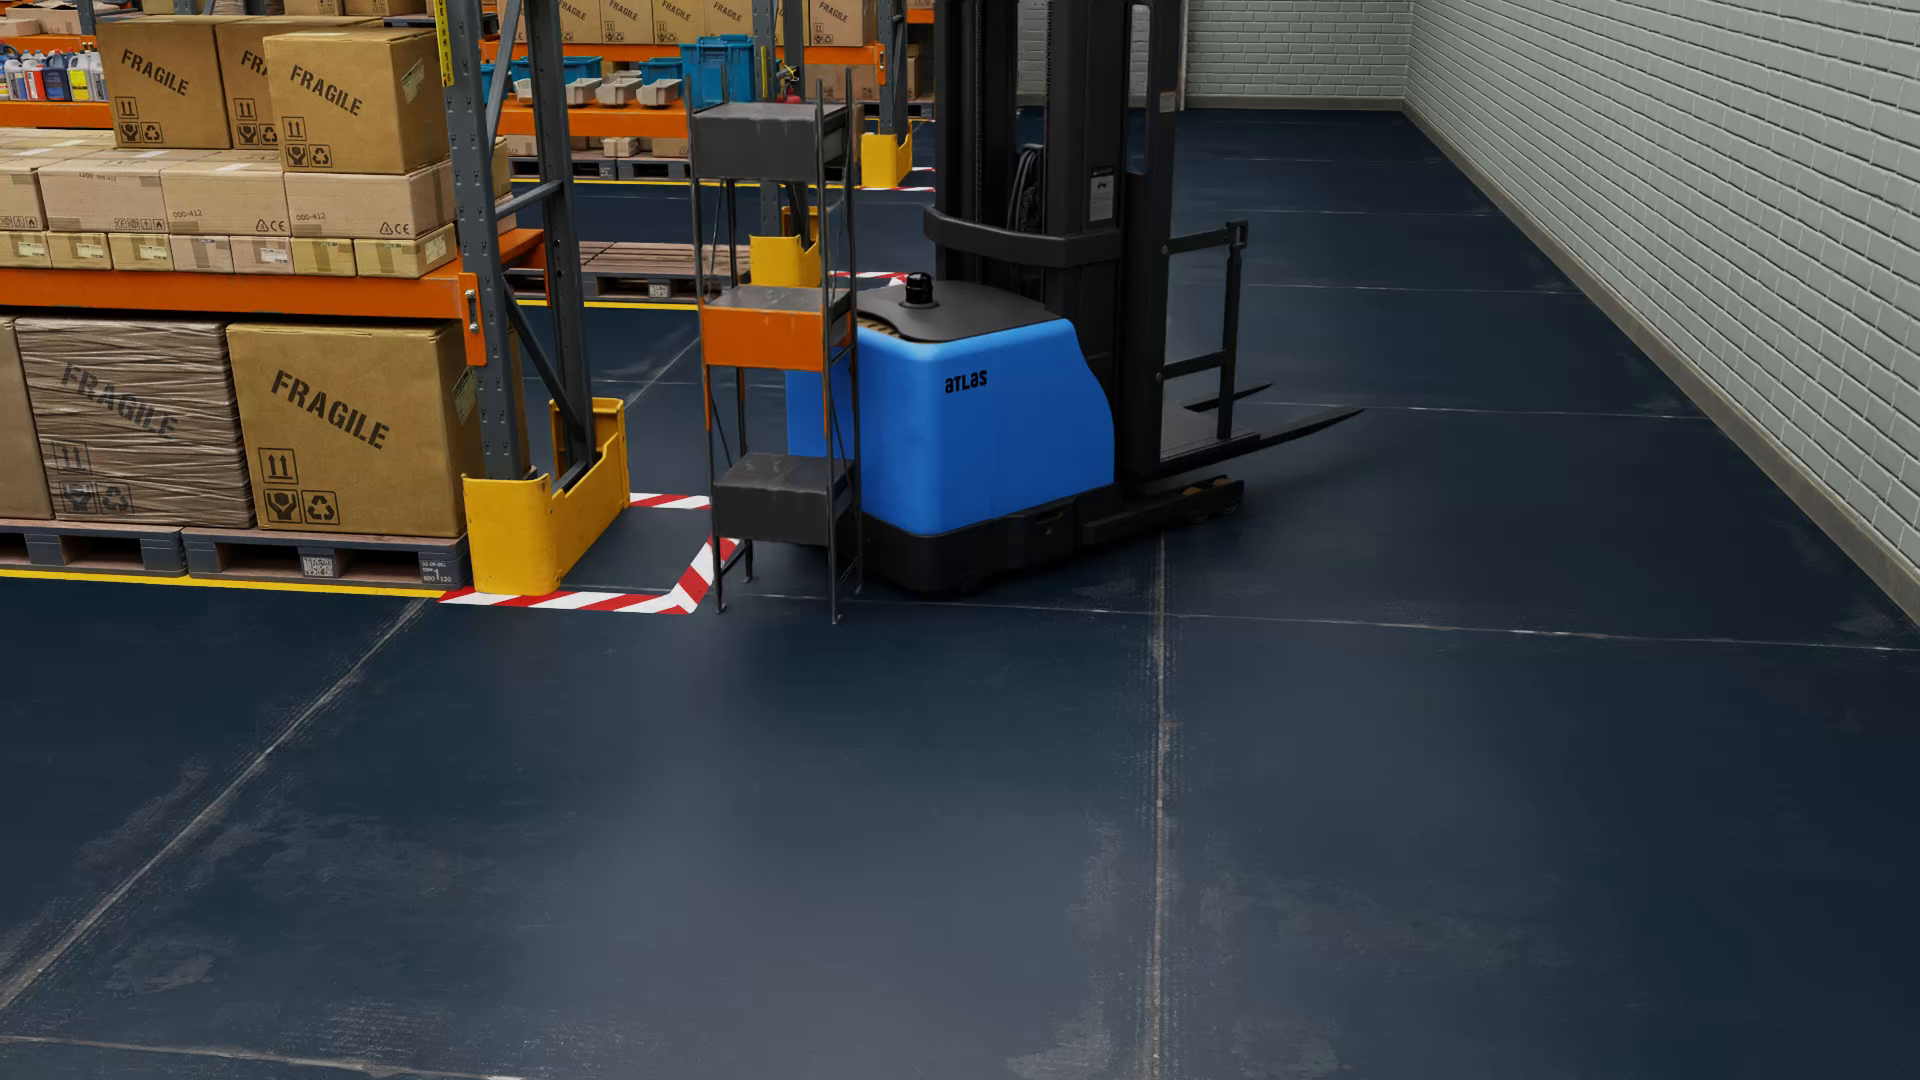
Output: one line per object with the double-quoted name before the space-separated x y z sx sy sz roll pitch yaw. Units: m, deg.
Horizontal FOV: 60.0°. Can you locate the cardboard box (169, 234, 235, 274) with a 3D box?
"cardboard box" -2.963 -1.193 6.720 0.250 0.149 0.380 3 22 7

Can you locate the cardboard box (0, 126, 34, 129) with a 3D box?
"cardboard box" -9.653 -4.216 17.193 0.500 0.250 0.500 2 22 6

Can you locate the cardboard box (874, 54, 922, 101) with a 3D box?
"cardboard box" -0.772 -5.834 20.945 0.500 0.500 0.700 2 22 6

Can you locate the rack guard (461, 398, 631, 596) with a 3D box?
"rack guard" -1.790 -0.218 7.312 0.348 0.500 1.175 2 22 6

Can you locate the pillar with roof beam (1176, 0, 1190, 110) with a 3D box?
"pillar with roof beam" 2.211 -8.224 16.003 0.400 9.000 9.100 2 22 6

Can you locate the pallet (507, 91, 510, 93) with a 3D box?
"pallet" -6.028 -5.741 21.675 1.213 0.211 1.003 2 22 6

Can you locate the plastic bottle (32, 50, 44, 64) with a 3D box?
"plastic bottle" -6.880 -3.528 12.458 0.097 0.271 0.097 0 22 0

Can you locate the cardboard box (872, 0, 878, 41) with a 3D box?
"cardboard box" -1.054 -5.160 16.277 0.500 0.500 0.500 3 22 7

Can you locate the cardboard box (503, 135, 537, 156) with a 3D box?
"cardboard box" -4.226 -4.029 16.609 0.500 0.311 0.500 2 22 6

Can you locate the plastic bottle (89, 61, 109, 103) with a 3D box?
"plastic bottle" -5.996 -3.220 11.675 0.135 0.276 0.152 2 22 6

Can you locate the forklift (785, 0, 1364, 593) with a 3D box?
"forklift" 0.694 -1.572 7.430 3.031 2.935 1.130 -17 27 -36

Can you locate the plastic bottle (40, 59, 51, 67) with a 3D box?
"plastic bottle" -6.500 -3.286 11.848 0.097 0.271 0.097 0 22 0

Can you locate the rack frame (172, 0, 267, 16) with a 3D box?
"rack frame" -5.204 -3.363 11.867 0.127 3.000 1.000 2 22 6

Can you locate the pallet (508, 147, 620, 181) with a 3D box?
"pallet" -3.935 -3.845 16.878 1.213 0.211 1.003 2 22 6

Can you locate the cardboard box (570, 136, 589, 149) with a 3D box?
"cardboard box" -4.018 -4.293 17.019 0.500 0.500 0.500 2 22 6

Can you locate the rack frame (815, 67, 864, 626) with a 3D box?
"rack frame" -0.454 -0.708 6.375 0.015 2.100 0.400 5 22 12

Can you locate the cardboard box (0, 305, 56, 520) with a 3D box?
"cardboard box" -4.247 -0.665 7.362 0.875 0.875 0.875 2 22 6

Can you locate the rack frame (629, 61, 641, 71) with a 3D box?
"rack frame" -4.038 -6.980 21.016 0.127 3.000 1.000 2 22 6

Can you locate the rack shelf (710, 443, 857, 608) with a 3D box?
"rack shelf" -0.692 -0.064 6.688 0.480 0.518 0.431 5 22 12

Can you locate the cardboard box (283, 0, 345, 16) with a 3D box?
"cardboard box" -6.379 -5.467 16.482 0.500 0.500 0.700 -3 22 -7

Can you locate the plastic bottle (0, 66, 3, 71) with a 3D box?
"plastic bottle" -6.861 -3.258 11.770 0.135 0.276 0.152 2 22 6

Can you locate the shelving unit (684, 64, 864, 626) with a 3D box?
"shelving unit" -0.692 -0.728 6.426 0.503 2.100 0.431 5 22 12

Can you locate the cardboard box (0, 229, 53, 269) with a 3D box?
"cardboard box" -3.725 -1.226 6.804 0.250 0.149 0.380 3 22 7

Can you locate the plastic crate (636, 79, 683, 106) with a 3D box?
"plastic crate" -2.062 -3.065 11.389 0.243 0.136 0.396 2 22 6

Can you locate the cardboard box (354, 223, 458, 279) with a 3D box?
"cardboard box" -2.207 -1.160 6.636 0.250 0.149 0.380 3 22 7

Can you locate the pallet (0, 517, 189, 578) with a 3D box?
"pallet" -3.826 -0.145 7.519 1.213 0.211 1.003 2 22 6

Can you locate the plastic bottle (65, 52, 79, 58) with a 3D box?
"plastic bottle" -6.556 -3.449 12.253 0.135 0.276 0.152 2 22 6

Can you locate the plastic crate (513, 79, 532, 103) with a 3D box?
"plastic crate" -2.924 -3.092 11.457 0.250 0.136 0.298 2 22 6

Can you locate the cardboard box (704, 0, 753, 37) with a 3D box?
"cardboard box" -2.132 -5.010 15.896 0.500 0.500 0.500 3 22 7

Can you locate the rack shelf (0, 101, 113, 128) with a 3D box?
"rack shelf" -7.190 -3.115 12.218 4.000 0.370 1.077 2 22 6

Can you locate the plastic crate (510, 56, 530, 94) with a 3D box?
"plastic crate" -3.043 -3.341 11.957 0.300 0.233 0.416 2 22 6

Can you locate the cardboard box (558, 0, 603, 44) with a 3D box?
"cardboard box" -3.634 -5.076 16.062 0.500 0.500 0.500 3 22 7

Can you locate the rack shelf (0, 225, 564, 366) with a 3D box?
"rack shelf" -3.800 -1.134 7.206 4.000 0.370 1.077 2 22 6

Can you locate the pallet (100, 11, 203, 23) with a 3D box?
"pallet" -7.908 -5.252 16.905 1.003 0.211 1.213 2 22 6

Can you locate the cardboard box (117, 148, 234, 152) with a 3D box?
"cardboard box" -3.275 -1.613 7.239 0.500 0.250 0.500 2 22 4

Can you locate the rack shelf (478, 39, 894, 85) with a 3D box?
"rack shelf" -2.631 -4.751 16.354 4.000 0.370 1.077 2 22 6

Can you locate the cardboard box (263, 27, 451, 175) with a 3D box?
"cardboard box" -2.329 -1.724 6.501 0.500 0.500 0.500 3 22 7

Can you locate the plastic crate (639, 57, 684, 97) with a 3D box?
"plastic crate" -2.092 -3.300 11.852 0.300 0.233 0.416 2 22 6

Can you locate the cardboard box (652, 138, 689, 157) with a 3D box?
"cardboard box" -2.751 -4.136 16.618 0.637 0.503 0.797 2 22 6

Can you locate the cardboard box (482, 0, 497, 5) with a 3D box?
"cardboard box" -5.926 -6.871 21.054 0.250 0.149 0.380 3 22 8

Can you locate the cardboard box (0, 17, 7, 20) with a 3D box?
"cardboard box" -9.862 -5.262 17.013 0.250 0.149 0.380 4 22 10

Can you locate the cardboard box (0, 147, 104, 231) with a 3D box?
"cardboard box" -3.854 -1.440 6.801 0.500 0.250 0.500 3 22 6

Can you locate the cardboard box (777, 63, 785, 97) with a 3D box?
"cardboard box" -2.299 -5.897 21.106 0.500 0.500 0.700 3 22 8

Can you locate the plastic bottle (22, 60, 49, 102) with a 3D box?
"plastic bottle" -6.497 -3.242 11.730 0.135 0.276 0.152 2 22 6

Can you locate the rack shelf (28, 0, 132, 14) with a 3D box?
"rack shelf" -9.996 -6.905 21.805 4.000 0.370 1.077 2 22 6

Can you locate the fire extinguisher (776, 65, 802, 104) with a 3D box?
"fire extinguisher" -1.135 -2.808 11.076 0.183 0.674 0.296 2 22 6

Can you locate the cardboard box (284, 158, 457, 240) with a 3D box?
"cardboard box" -2.327 -1.375 6.636 0.500 0.250 0.500 2 22 5
